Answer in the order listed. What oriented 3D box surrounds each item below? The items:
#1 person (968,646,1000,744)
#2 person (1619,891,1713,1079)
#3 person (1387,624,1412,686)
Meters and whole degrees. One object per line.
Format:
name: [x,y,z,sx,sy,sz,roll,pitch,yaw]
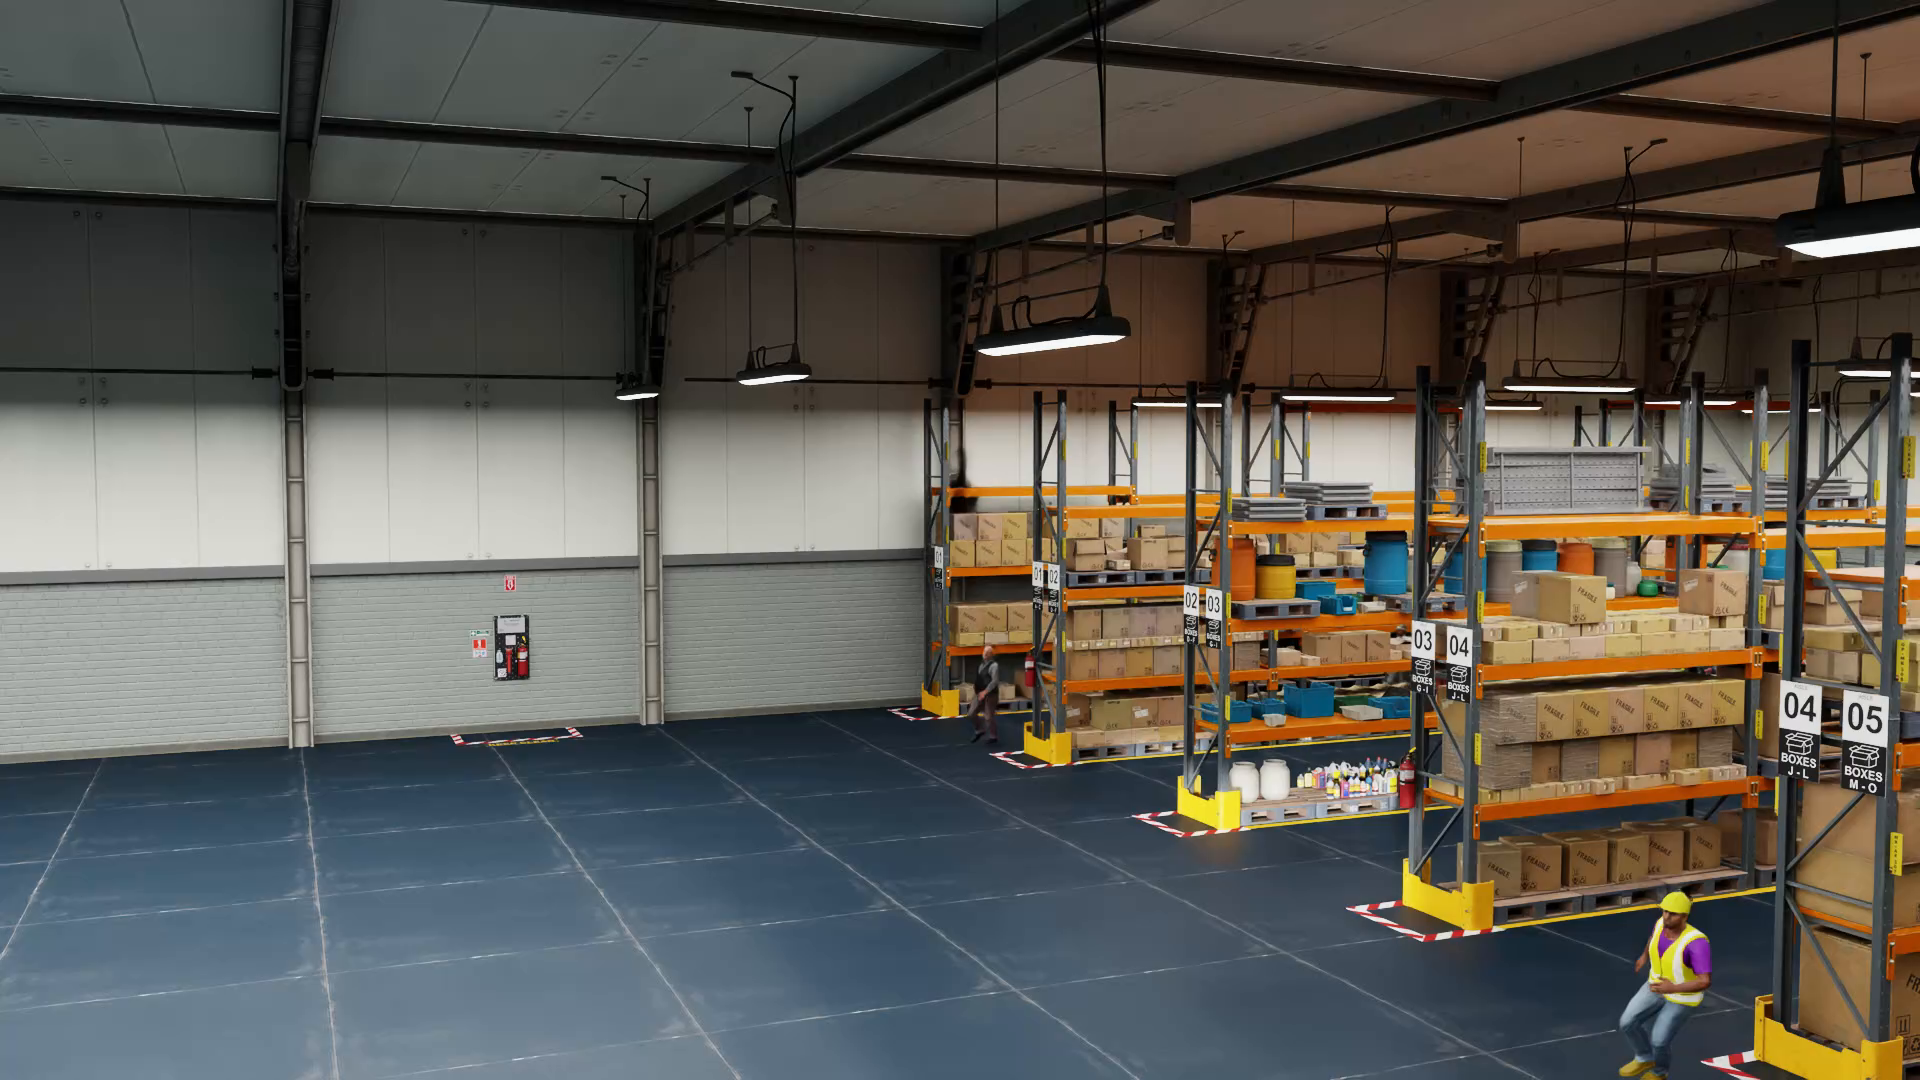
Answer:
person: [0.413,2.632,28.143,0.640,1.684,0.702,3,4,40]
person: [5.534,3.569,13.107,0.702,1.670,0.883,-2,4,-33]
person: [8.621,2.428,32.542,0.548,1.652,0.658,-2,4,-29]
